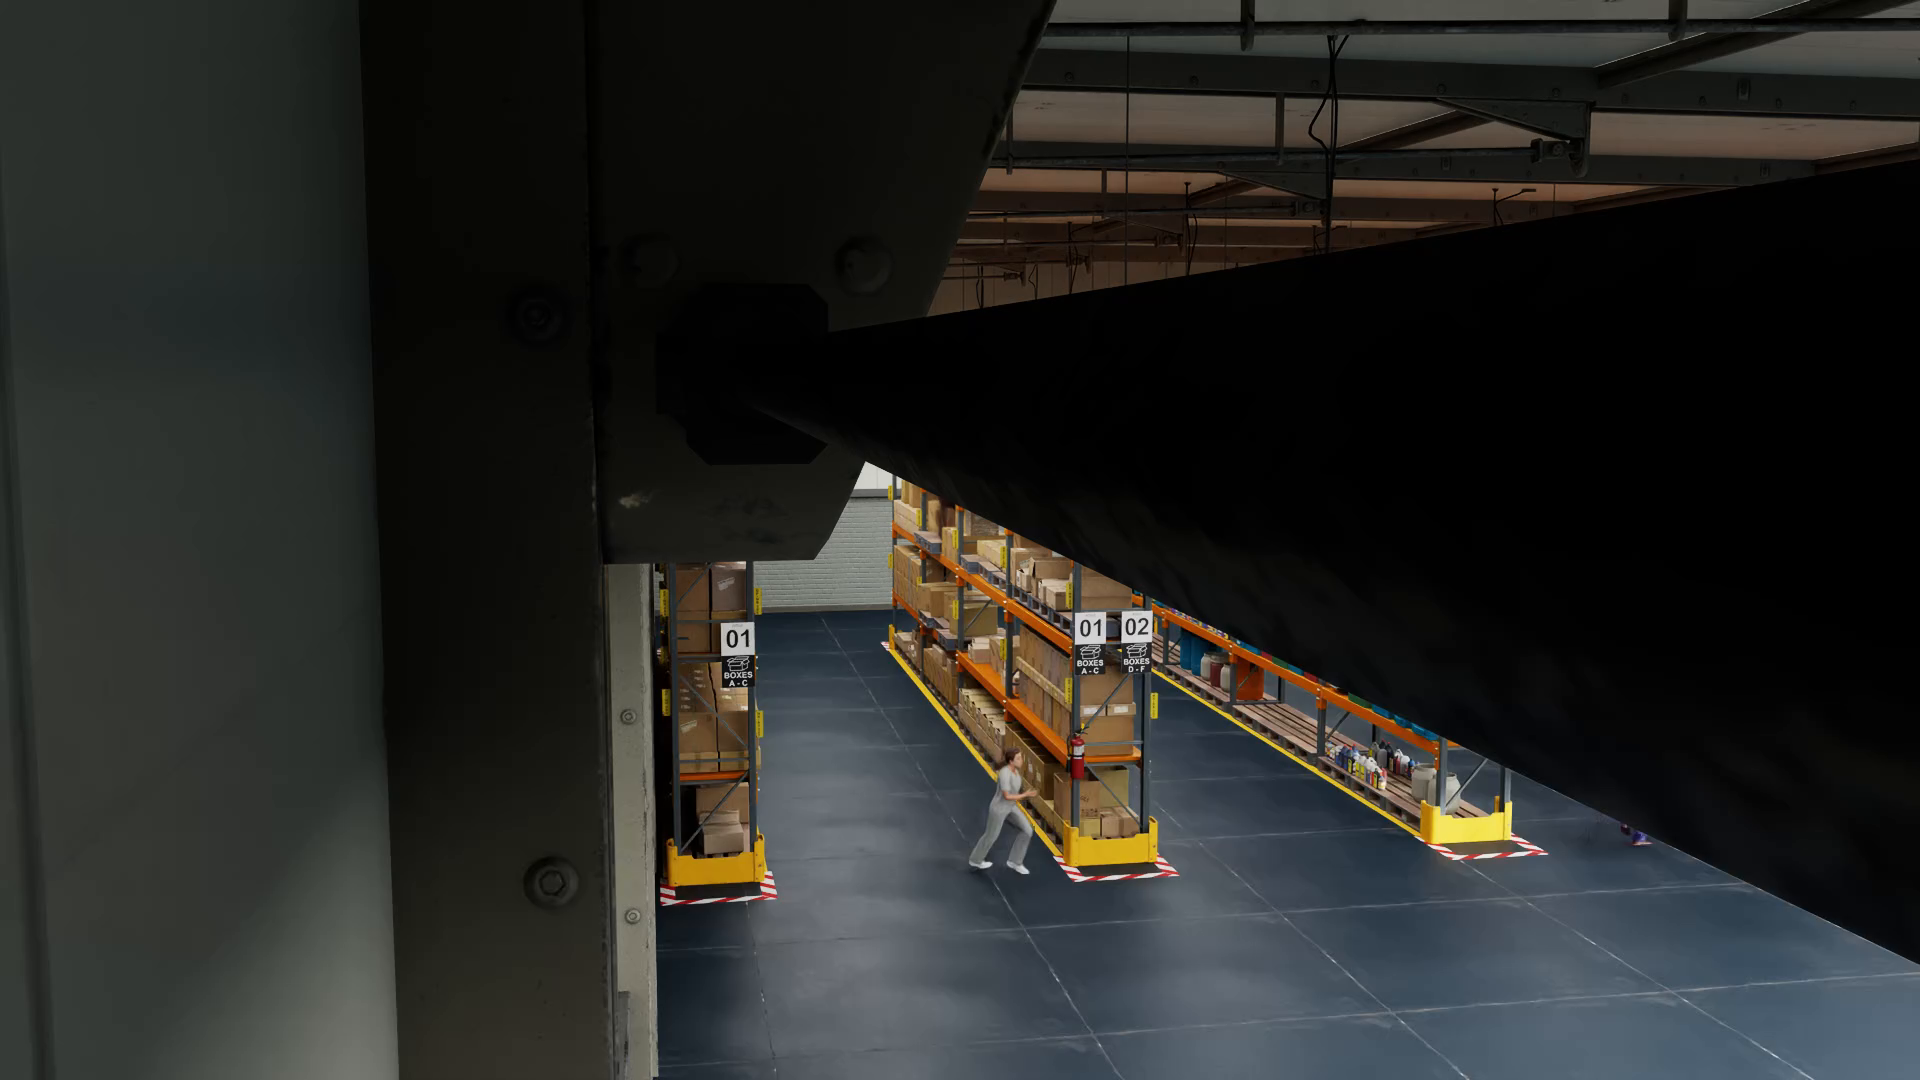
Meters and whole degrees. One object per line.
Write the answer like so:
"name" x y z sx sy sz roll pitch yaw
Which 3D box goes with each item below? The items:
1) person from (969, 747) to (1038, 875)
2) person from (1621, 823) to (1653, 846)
"person" 0.528 3.317 20.387 0.929 1.615 0.497 4 7 31
"person" 9.068 3.236 21.736 0.723 1.527 0.584 -1 6 -7
